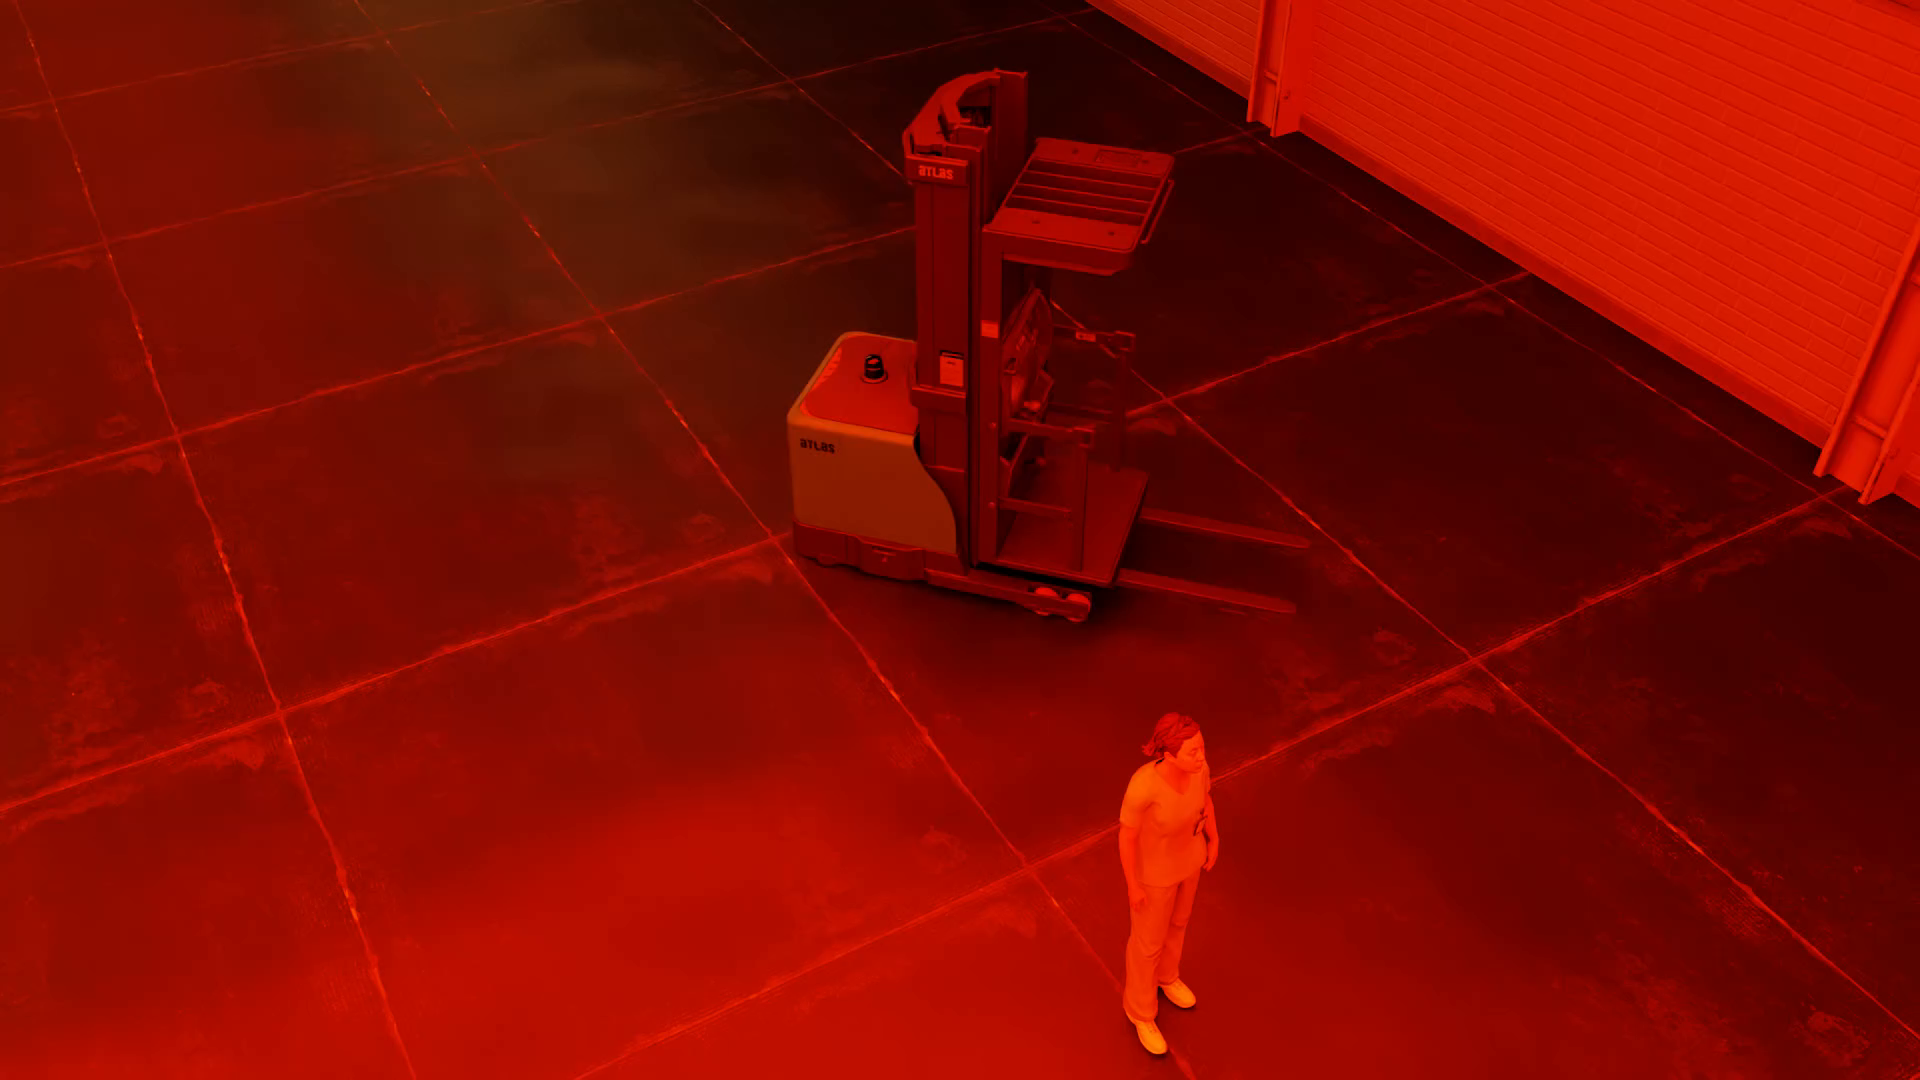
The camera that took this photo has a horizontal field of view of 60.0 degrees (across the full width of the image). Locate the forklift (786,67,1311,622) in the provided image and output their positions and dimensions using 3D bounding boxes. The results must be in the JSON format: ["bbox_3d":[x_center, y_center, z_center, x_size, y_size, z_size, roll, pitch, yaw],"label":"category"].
[{"bbox_3d":[0.560,-1.030,9.278,3.031,2.935,1.130,11,41,13],"label":"forklift"}]

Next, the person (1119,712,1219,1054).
[{"bbox_3d":[0.950,1.466,7.241,0.549,1.674,0.527,-26,46,-28],"label":"person"}]
